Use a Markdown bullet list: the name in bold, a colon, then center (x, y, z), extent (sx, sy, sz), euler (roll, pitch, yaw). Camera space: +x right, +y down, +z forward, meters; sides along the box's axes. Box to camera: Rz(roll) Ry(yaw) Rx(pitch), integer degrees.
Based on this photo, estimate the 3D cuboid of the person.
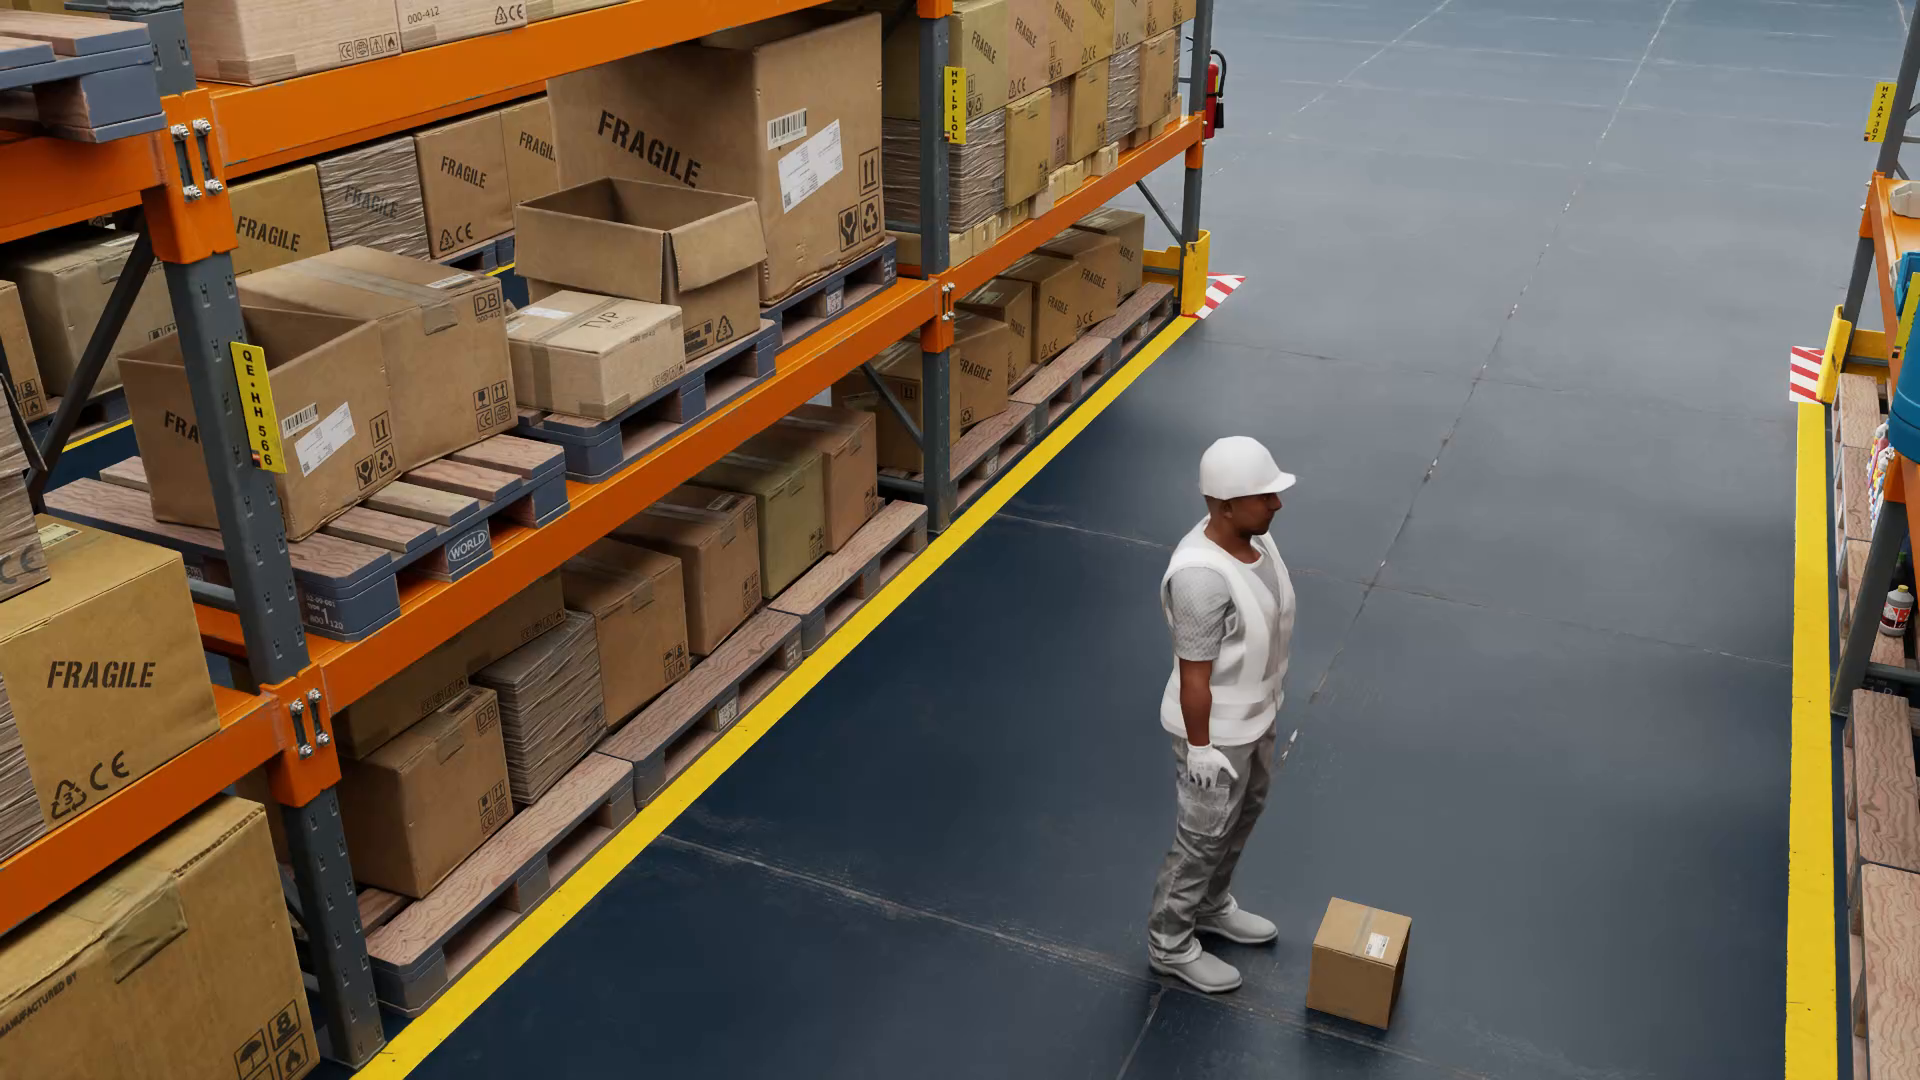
- **person**: center (0.807, 0.528, 5.004), extent (0.380, 1.783, 0.546), euler (12, 28, 23)
